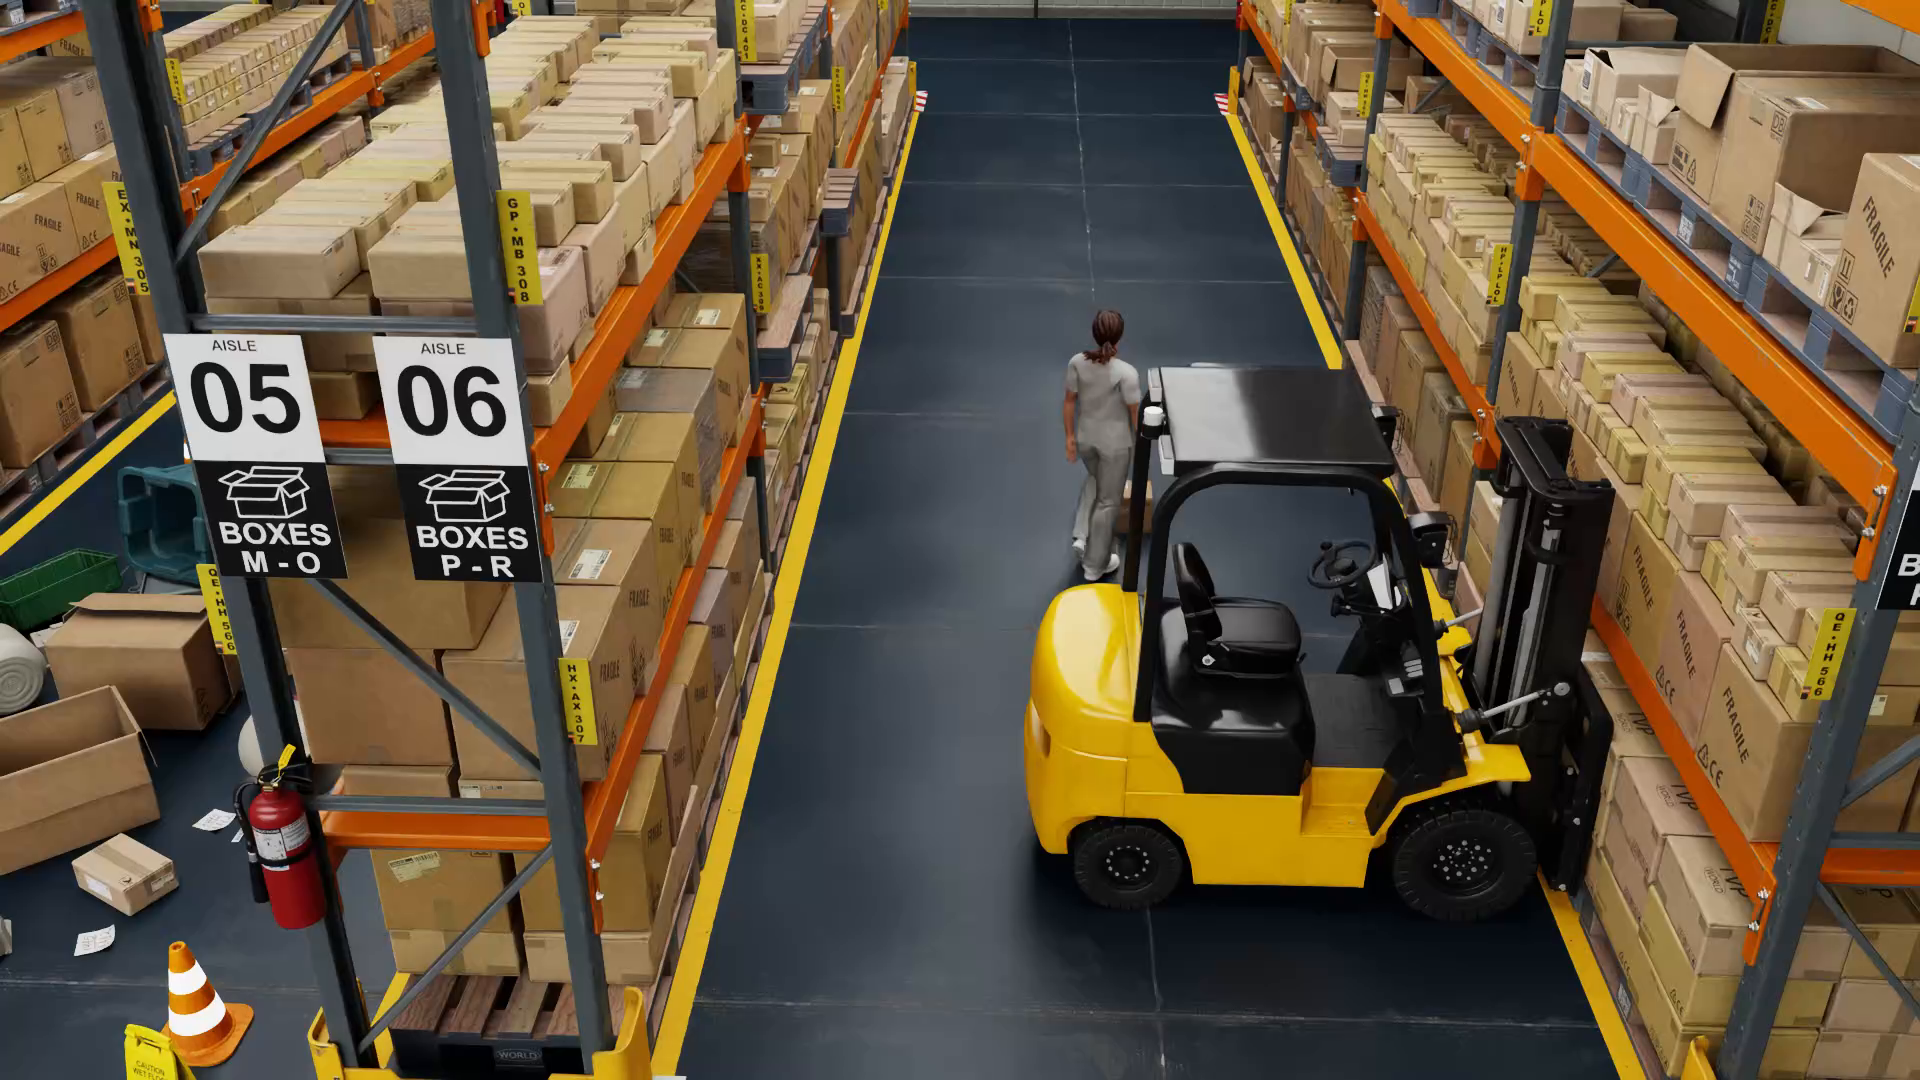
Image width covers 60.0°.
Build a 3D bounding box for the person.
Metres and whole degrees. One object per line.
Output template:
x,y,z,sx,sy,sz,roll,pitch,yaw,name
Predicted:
0.856,-0.557,9.652,0.458,1.687,0.467,21,34,33,person
